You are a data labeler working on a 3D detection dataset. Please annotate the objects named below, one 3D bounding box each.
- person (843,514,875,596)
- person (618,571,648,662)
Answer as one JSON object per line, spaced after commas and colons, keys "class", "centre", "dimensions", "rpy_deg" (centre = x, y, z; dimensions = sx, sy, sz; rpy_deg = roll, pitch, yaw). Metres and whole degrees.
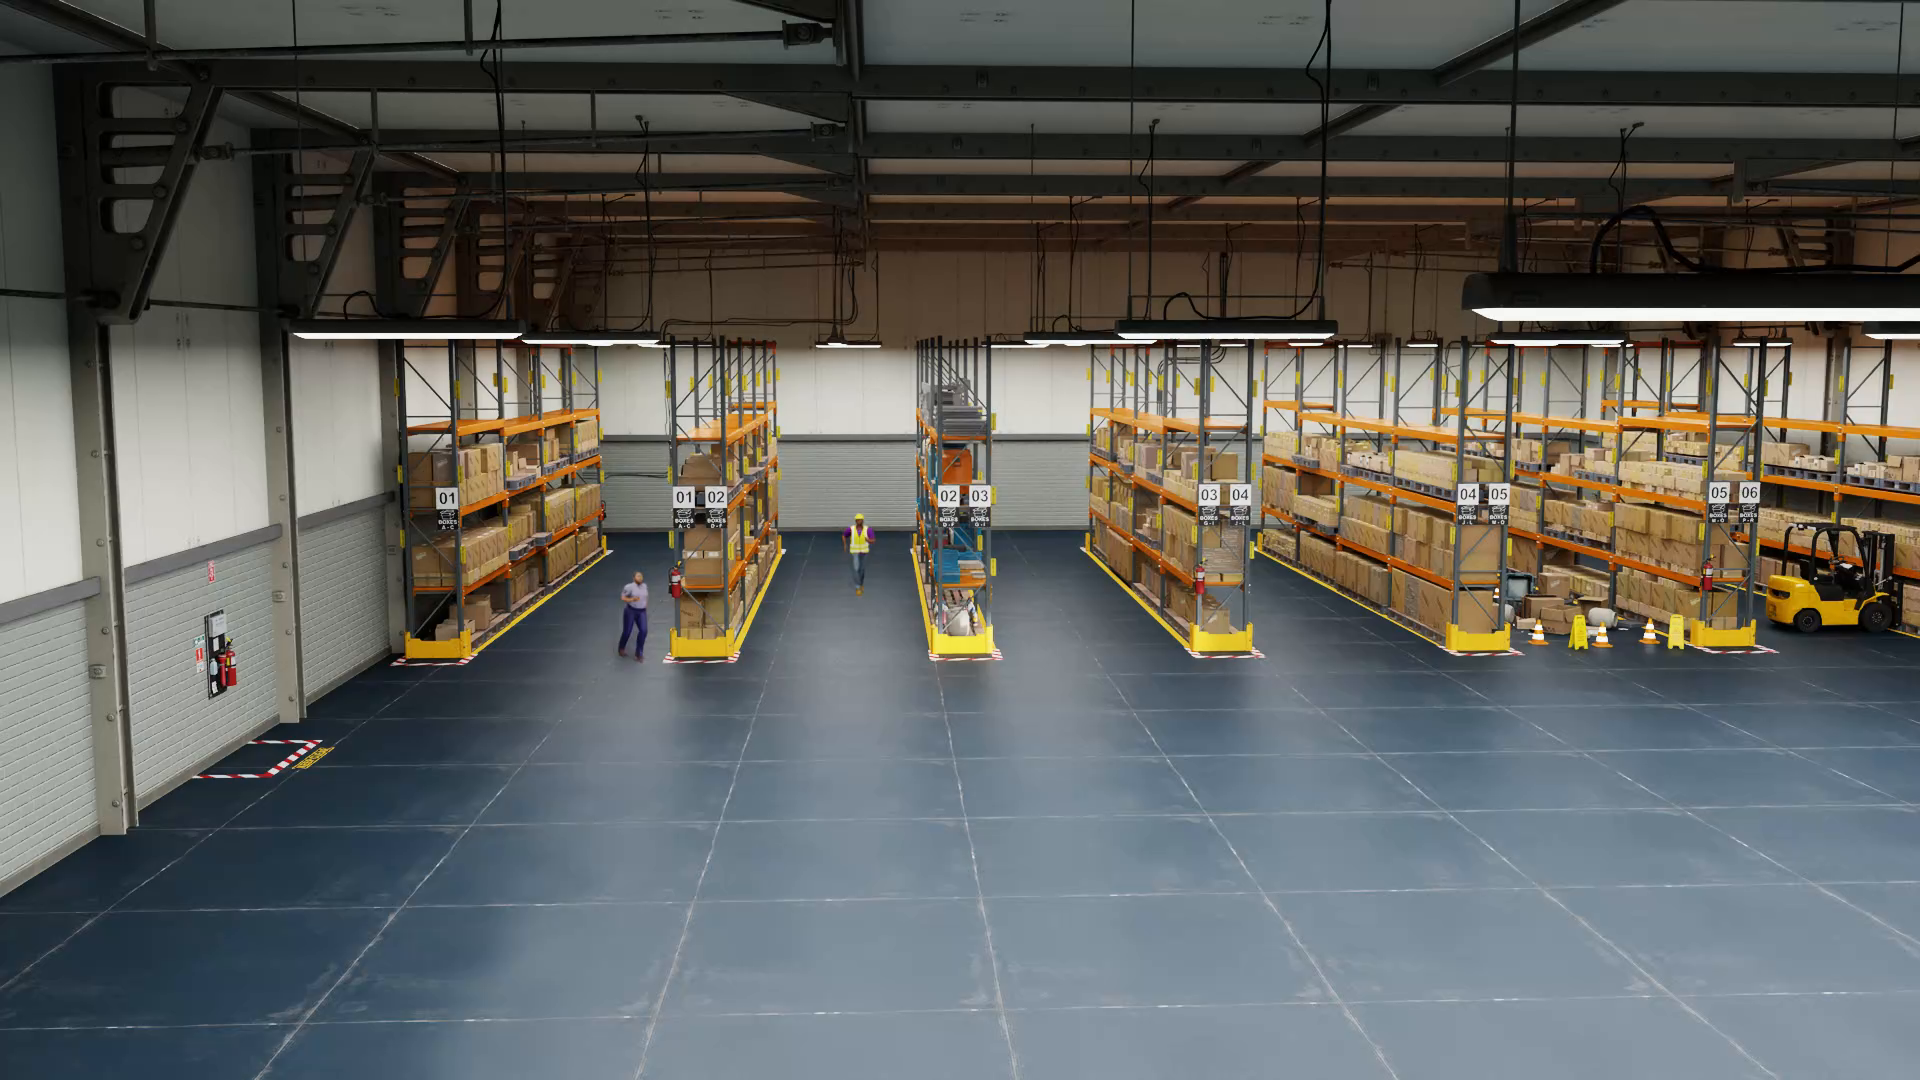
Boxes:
{"class": "person", "centre": [-2.240, 0.310, 37.169], "dimensions": [0.693, 1.794, 0.890], "rpy_deg": [-1, 7, -13]}
{"class": "person", "centre": [-6.039, 1.418, 30.939], "dimensions": [0.606, 1.694, 0.748], "rpy_deg": [-4, 8, -34]}
